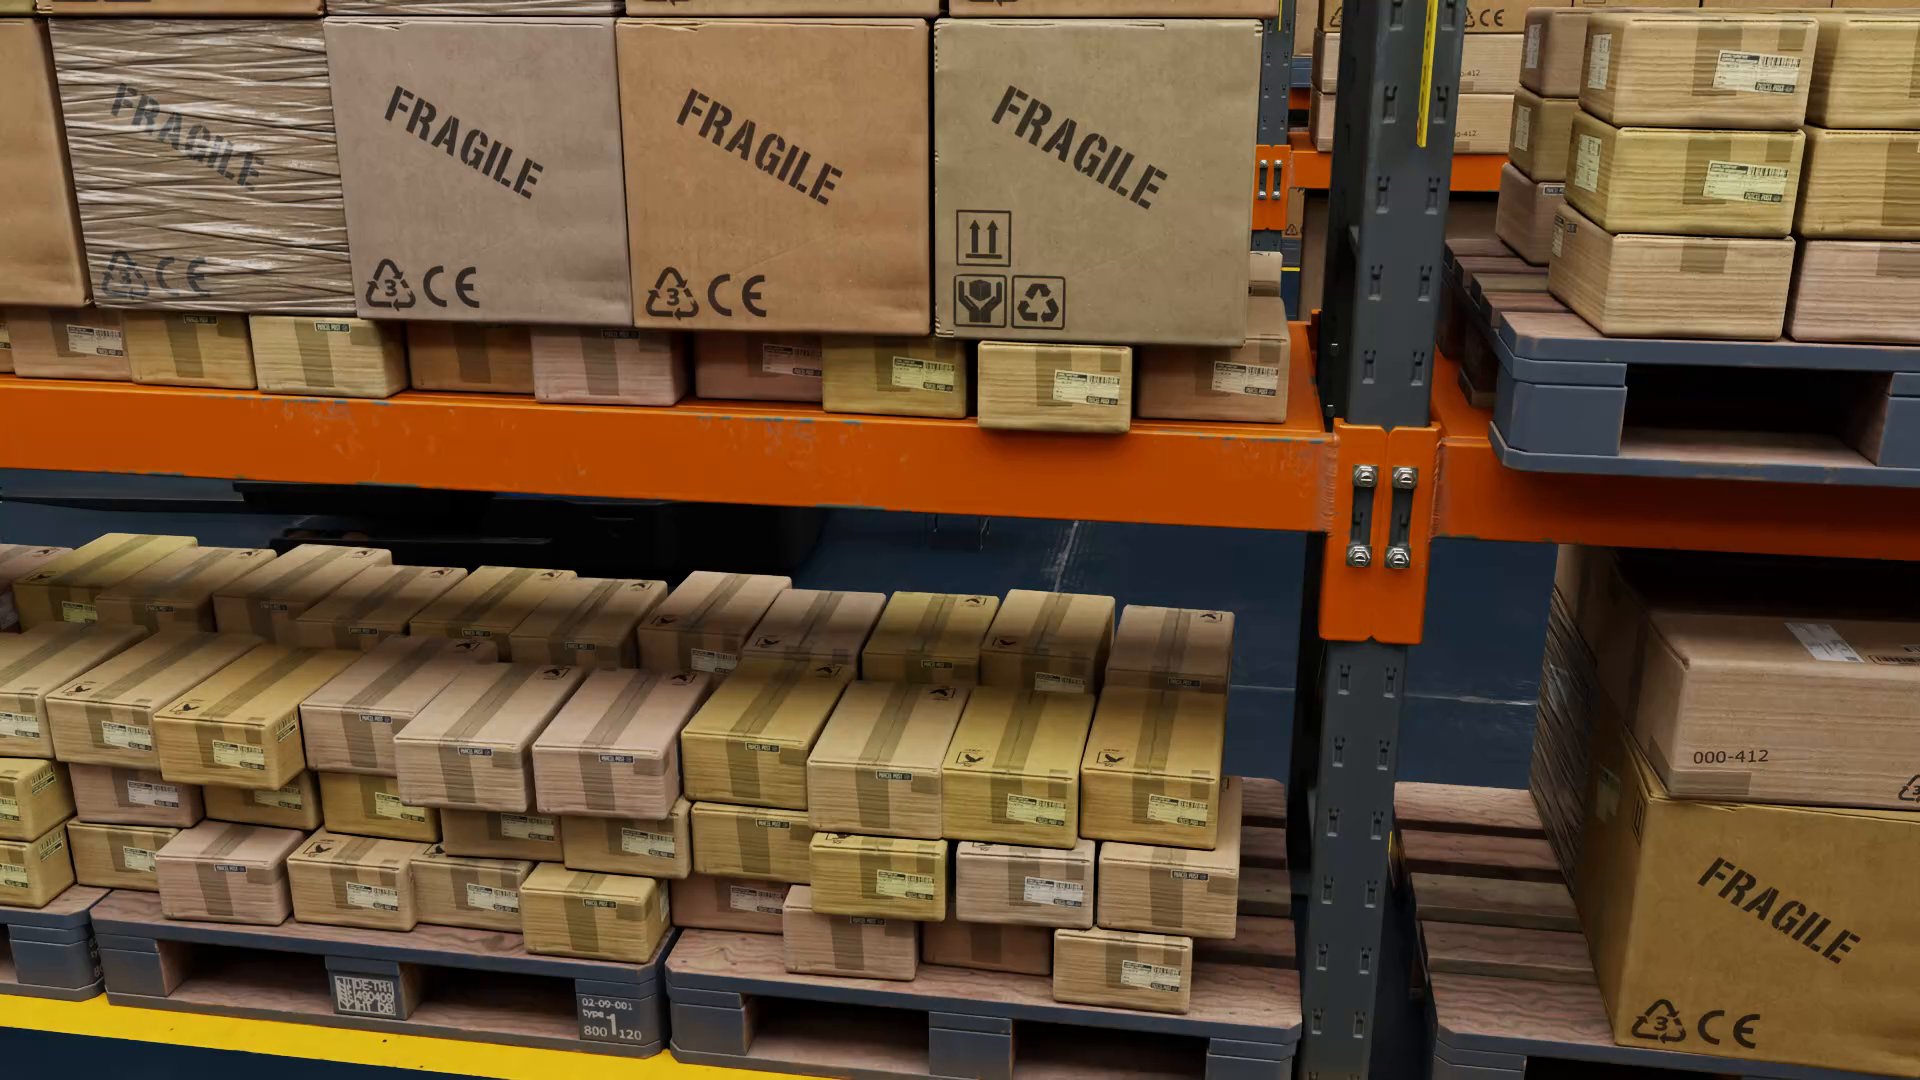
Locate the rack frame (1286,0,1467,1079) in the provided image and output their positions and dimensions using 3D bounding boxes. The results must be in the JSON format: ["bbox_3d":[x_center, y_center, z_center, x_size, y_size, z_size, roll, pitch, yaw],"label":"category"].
[{"bbox_3d":[0.768,-0.506,3.087,0.127,3.000,1.000,3,19,9],"label":"rack frame"}]

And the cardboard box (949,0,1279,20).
[{"bbox_3d":[0.261,-1.107,2.683,0.500,0.500,0.500,2,19,7],"label":"cardboard box"}]

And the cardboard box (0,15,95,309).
[{"bbox_3d":[-1.768,-0.739,3.157,0.500,0.500,0.500,3,19,9],"label":"cardboard box"}]

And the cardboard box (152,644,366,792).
[{"bbox_3d":[-1.415,0.357,3.404,0.250,0.149,0.380,3,19,9],"label":"cardboard box"}]

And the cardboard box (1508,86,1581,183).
[{"bbox_3d":[1.192,-0.769,3.138,0.250,0.149,0.380,3,19,10],"label":"cardboard box"}]

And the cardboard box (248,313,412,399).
[{"bbox_3d":[-1.106,-0.384,3.119,0.250,0.149,0.380,3,19,10],"label":"cardboard box"}]

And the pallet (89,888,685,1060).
[{"bbox_3d":[-1.109,0.733,3.779,1.213,0.211,1.003,3,19,9],"label":"pallet"}]

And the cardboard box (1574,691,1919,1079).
[{"bbox_3d":[1.456,0.601,3.058,0.500,0.500,0.500,4,19,11],"label":"cardboard box"}]

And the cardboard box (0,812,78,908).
[{"bbox_3d":[-1.962,0.618,3.561,0.250,0.149,0.380,3,19,9],"label":"cardboard box"}]

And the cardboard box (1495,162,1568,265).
[{"bbox_3d":[1.192,-0.628,3.186,0.250,0.149,0.380,2,19,7],"label":"cardboard box"}]

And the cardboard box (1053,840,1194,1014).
[{"bbox_3d":[0.327,0.734,3.213,0.250,0.149,0.380,3,19,9],"label":"cardboard box"}]

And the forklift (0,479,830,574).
[{"bbox_3d":[-2.028,-1.415,5.912,3.031,2.935,1.130,1,19,3],"label":"forklift"}]

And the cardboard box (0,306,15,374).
[{"bbox_3d":[-1.857,-0.447,3.309,0.250,0.149,0.380,3,19,8],"label":"cardboard box"}]

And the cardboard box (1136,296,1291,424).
[{"bbox_3d":[0.449,-0.328,2.951,0.250,0.149,0.380,3,19,8],"label":"cardboard box"}]

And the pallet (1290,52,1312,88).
[{"bbox_3d":[3.009,-3.451,12.193,1.213,0.211,1.003,3,19,9],"label":"pallet"}]

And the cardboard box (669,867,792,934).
[{"bbox_3d":[-0.428,0.650,3.463,0.250,0.149,0.380,2,19,7],"label":"cardboard box"}]

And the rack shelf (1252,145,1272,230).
[{"bbox_3d":[-0.521,-1.821,8.152,4.000,0.370,1.077,3,19,9],"label":"rack shelf"}]

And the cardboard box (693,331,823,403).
[{"bbox_3d":[-0.321,-0.373,3.087,0.250,0.149,0.380,2,19,7],"label":"cardboard box"}]

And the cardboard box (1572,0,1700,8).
[{"bbox_3d":[2.844,-2.428,7.099,0.500,0.500,0.500,2,19,7],"label":"cardboard box"}]

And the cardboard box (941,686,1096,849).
[{"bbox_3d":[0.117,0.428,3.190,0.250,0.149,0.380,3,19,9],"label":"cardboard box"}]

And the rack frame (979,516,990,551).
[{"bbox_3d":[0.092,-0.422,6.146,0.006,0.900,0.240,3,19,9],"label":"rack frame"}]

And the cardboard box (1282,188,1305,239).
[{"bbox_3d":[2.679,-2.536,12.432,0.500,0.500,0.500,4,19,11],"label":"cardboard box"}]

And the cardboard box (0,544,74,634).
[{"bbox_3d":[-2.379,0.142,4.046,0.250,0.149,0.380,3,19,10],"label":"cardboard box"}]

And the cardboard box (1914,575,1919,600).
[{"bbox_3d":[1.982,0.271,2.862,0.500,0.250,0.500,3,19,10],"label":"cardboard box"}]

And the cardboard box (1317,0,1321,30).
[{"bbox_3d":[1.935,-2.639,7.731,0.500,0.500,0.500,4,19,10],"label":"cardboard box"}]

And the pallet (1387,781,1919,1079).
[{"bbox_3d":[1.537,0.855,3.414,1.213,0.211,1.003,3,19,9],"label":"pallet"}]

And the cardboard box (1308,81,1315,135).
[{"bbox_3d":[1.936,-2.047,7.930,0.500,0.250,0.500,2,19,7],"label":"cardboard box"}]

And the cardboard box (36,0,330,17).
[{"bbox_3d":[-1.267,-1.183,2.909,0.500,0.500,0.500,2,19,7],"label":"cardboard box"}]

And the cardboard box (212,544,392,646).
[{"bbox_3d":[-1.584,0.144,4.040,0.250,0.149,0.380,4,19,11],"label":"cardboard box"}]

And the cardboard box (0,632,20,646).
[{"bbox_3d":[-2.198,0.325,3.497,0.250,0.149,0.380,3,19,9],"label":"cardboard box"}]

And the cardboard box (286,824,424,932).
[{"bbox_3d":[-1.185,0.646,3.476,0.250,0.149,0.380,3,19,9],"label":"cardboard box"}]

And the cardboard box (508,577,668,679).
[{"bbox_3d":[-0.841,0.221,3.809,0.250,0.149,0.380,2,19,6],"label":"cardboard box"}]

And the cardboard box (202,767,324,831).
[{"bbox_3d":[-1.400,0.459,3.567,0.250,0.149,0.380,4,19,11],"label":"cardboard box"}]

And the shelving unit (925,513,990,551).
[{"bbox_3d":[-0.008,-0.427,6.162,0.210,0.900,0.258,3,19,9],"label":"shelving unit"}]

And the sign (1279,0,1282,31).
[{"bbox_3d":[1.367,-2.336,7.067,0.005,0.325,0.100,3,19,9],"label":"sign"}]

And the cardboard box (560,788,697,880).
[{"bbox_3d":[-0.617,0.522,3.378,0.250,0.149,0.380,3,19,10],"label":"cardboard box"}]

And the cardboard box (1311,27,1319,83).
[{"bbox_3d":[1.927,-2.282,7.843,0.500,0.250,0.500,3,19,9],"label":"cardboard box"}]

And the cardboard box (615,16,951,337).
[{"bbox_3d":[-0.267,-0.657,2.912,0.500,0.500,0.500,2,19,7],"label":"cardboard box"}]

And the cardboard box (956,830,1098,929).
[{"bbox_3d":[0.138,0.580,3.204,0.250,0.149,0.380,2,19,6],"label":"cardboard box"}]

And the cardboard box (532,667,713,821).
[{"bbox_3d":[-0.656,0.396,3.287,0.250,0.149,0.380,2,19,6],"label":"cardboard box"}]

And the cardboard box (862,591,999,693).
[{"bbox_3d":[-0.059,0.253,3.713,0.250,0.149,0.380,3,19,8],"label":"cardboard box"}]

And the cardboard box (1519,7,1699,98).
[{"bbox_3d":[1.195,-0.909,3.088,0.250,0.149,0.380,4,19,11],"label":"cardboard box"}]
